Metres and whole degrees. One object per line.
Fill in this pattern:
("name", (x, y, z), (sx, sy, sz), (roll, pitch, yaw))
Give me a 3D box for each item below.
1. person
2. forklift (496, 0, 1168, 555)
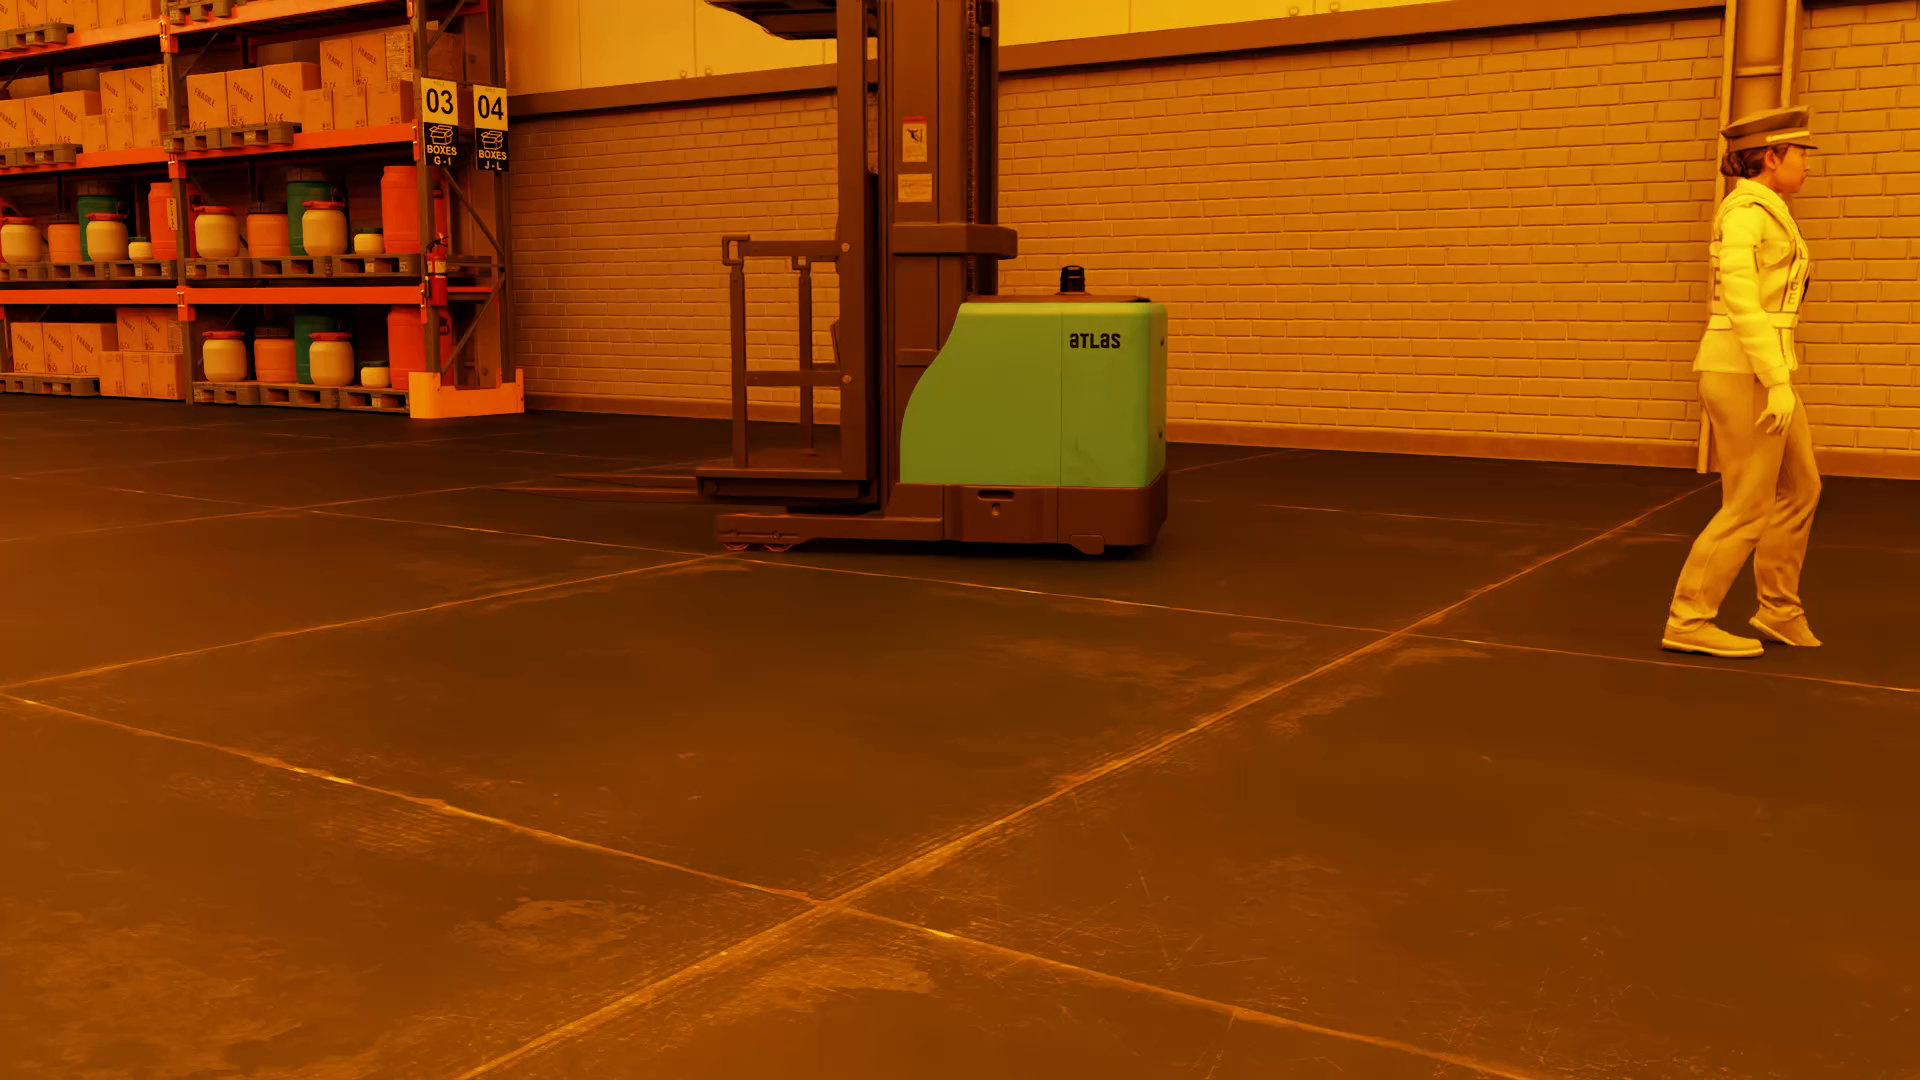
("person", (2.456, -0.441, 5.054), (0.509, 1.720, 0.584), (4, 9, 24))
("forklift", (-0.596, -1.469, 7.520), (3.031, 2.935, 1.130), (2, 8, 12))
